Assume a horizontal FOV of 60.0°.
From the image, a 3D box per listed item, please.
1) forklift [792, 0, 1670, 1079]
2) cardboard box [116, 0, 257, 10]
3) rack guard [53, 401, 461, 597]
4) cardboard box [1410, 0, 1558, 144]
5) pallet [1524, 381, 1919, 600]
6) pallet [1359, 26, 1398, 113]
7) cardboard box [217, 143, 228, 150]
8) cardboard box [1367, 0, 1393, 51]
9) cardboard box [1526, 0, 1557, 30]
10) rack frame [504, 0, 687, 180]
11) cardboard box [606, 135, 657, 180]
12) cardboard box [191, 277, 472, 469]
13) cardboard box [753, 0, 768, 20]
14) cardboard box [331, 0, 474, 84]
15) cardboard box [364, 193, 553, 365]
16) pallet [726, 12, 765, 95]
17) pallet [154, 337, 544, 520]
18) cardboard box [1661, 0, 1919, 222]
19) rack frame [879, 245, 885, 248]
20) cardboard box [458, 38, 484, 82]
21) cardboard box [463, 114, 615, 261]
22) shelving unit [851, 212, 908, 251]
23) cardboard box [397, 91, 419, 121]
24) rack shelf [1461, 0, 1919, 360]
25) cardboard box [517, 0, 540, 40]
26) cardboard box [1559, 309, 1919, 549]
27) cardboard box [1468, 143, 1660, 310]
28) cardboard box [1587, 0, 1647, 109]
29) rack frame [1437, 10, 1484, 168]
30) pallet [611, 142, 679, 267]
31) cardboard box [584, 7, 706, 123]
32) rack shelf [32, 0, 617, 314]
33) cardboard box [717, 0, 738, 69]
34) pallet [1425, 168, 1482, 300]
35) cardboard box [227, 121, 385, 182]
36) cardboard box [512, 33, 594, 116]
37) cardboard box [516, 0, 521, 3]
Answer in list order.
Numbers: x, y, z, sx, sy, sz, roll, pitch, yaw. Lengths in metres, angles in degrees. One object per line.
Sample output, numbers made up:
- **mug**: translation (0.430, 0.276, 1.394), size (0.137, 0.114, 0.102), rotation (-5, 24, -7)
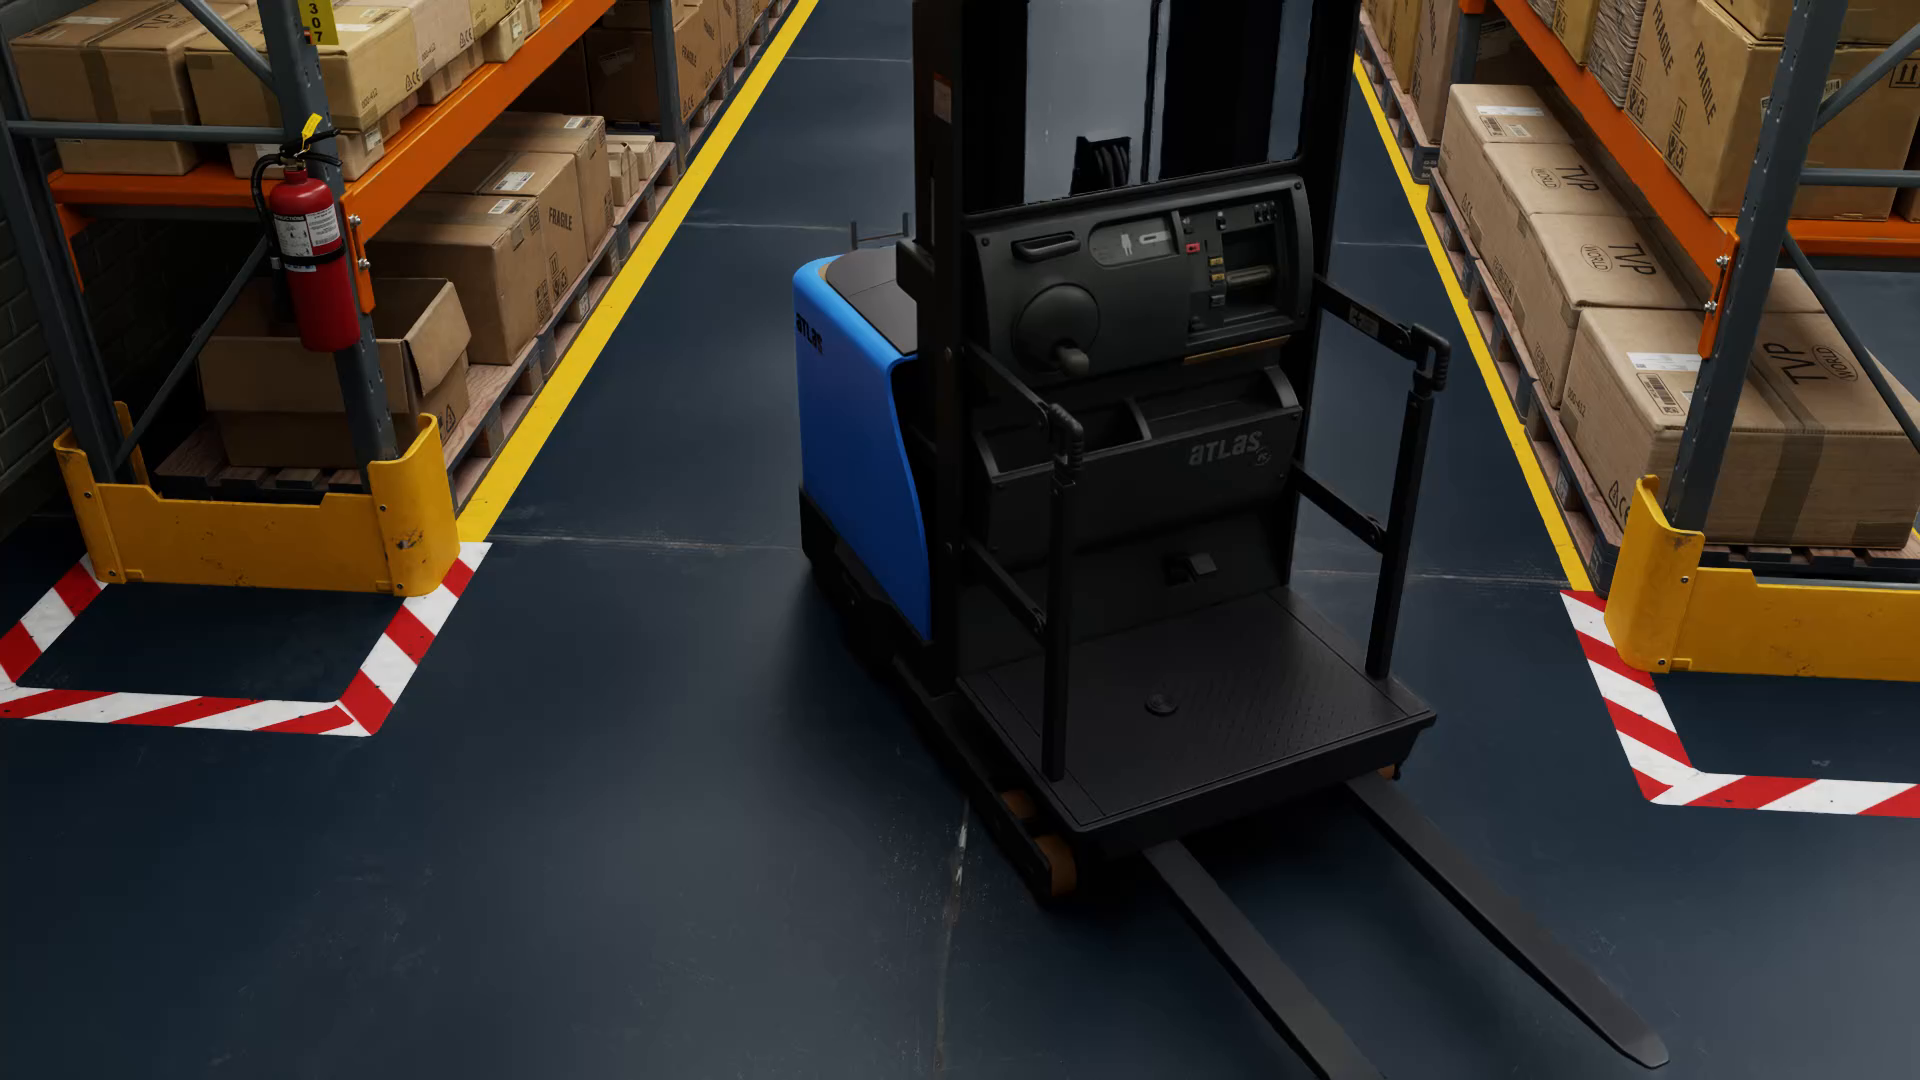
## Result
- **forklift**: translation (0.561, -0.595, 3.922), size (1.130, 2.935, 3.031), rotation (-14, 34, -21)
- **cardboard box**: translation (-2.490, -1.747, 5.585), size (0.500, 0.250, 0.500), rotation (3, 32, 4)
- **rack guard**: translation (-2.300, -0.138, 5.498), size (1.175, 0.500, 0.348), rotation (2, 32, 4)
- **cardboard box**: translation (2.938, -2.646, 8.809), size (0.875, 0.875, 0.875), rotation (3, 32, 6)
- **pallet**: translation (2.629, -0.187, 5.852), size (1.003, 0.211, 1.213), rotation (2, 32, 4)
- **pallet**: translation (3.052, -2.903, 10.260), size (1.003, 0.211, 1.213), rotation (2, 32, 4)
- **cardboard box**: translation (-2.464, -1.370, 5.354), size (0.380, 0.149, 0.250), rotation (3, 32, 5)
- **cardboard box**: translation (3.077, -3.586, 10.335), size (0.875, 0.875, 0.875), rotation (3, 32, 5)
- **cardboard box**: translation (2.576, -2.330, 6.576), size (0.500, 0.500, 0.500), rotation (3, 32, 4)
- **rack frame**: translation (-1.980, -3.254, 8.171), size (1.000, 3.000, 0.127), rotation (2, 32, 4)
- **cardboard box**: translation (-1.733, -1.915, 8.316), size (0.380, 0.149, 0.250), rotation (2, 32, 2)
- **cardboard box**: translation (-2.161, -0.594, 5.835), size (0.797, 0.503, 0.637), rotation (1, 32, 2)
- **cardboard box**: translation (-1.566, -3.695, 10.869), size (0.500, 0.500, 0.500), rotation (4, 32, 6)
- **cardboard box**: translation (-1.959, -1.715, 5.533), size (0.500, 0.250, 0.500), rotation (3, 32, 5)
- **cardboard box**: translation (-2.053, -1.038, 6.558), size (0.700, 0.500, 0.500), rotation (4, 32, 6)
- **pallet**: translation (-1.855, -3.134, 10.634), size (1.003, 0.211, 1.213), rotation (2, 32, 4)
- **pallet**: translation (-2.236, -0.432, 6.250), size (1.003, 0.211, 1.213), rotation (2, 32, 4)
- **cardboard box**: translation (2.417, -1.259, 4.838), size (0.500, 0.500, 0.500), rotation (3, 32, 4)
- **rack frame**: translation (-0.164, -0.501, 5.563), size (0.200, 1.050, 0.008), rotation (-13, 34, -21)
- **cardboard box**: translation (-1.947, -1.758, 5.984), size (0.380, 0.149, 0.250), rotation (3, 32, 5)
- **cardboard box**: translation (-1.969, -1.581, 7.439), size (0.700, 0.500, 0.500), rotation (1, 32, 2)
- **shelving unit**: translation (-0.215, -0.560, 5.657), size (0.215, 1.050, 0.252), rotation (-13, 34, -21)
- **cardboard box**: translation (-2.044, -1.490, 5.548), size (0.380, 0.149, 0.250), rotation (2, 32, 3)
- **rack shelf**: translation (2.805, -1.692, 6.322), size (1.077, 0.370, 4.000), rotation (2, 32, 4)
- **cardboard box**: translation (-1.850, -2.026, 6.418), size (0.380, 0.149, 0.250), rotation (3, 32, 5)
- **cardboard box**: translation (2.596, -0.390, 5.565), size (0.875, 0.438, 0.875), rotation (1, 32, 2)
- **cardboard box**: translation (2.737, -1.340, 7.108), size (0.875, 0.438, 0.875), rotation (2, 32, 3)
- **cardboard box**: translation (2.505, -1.790, 5.700), size (0.500, 0.500, 0.500), rotation (3, 32, 5)
- **rack frame**: translation (2.967, -3.044, 7.830), size (1.000, 3.000, 0.127), rotation (2, 32, 4)
- **pallet**: translation (-2.037, -1.708, 8.320), size (1.003, 0.211, 1.213), rotation (2, 32, 4)
- **cardboard box**: translation (-1.716, -2.612, 9.112), size (0.500, 0.500, 0.500), rotation (4, 32, 6)
- **rack shelf**: translation (-2.143, -1.902, 6.663), size (1.077, 0.370, 4.000), rotation (2, 32, 4)
- **cardboard box**: translation (-1.638, -3.152, 9.988), size (0.500, 0.500, 0.500), rotation (2, 32, 3)
- **pallet**: translation (2.828, -1.463, 7.922), size (1.003, 0.211, 1.213), rotation (2, 32, 4)
- **cardboard box**: translation (-2.006, -1.216, 5.103), size (0.380, 0.149, 0.250), rotation (2, 32, 4)
- **cardboard box**: translation (-2.235, -2.638, 9.154), size (0.500, 0.500, 0.500), rotation (2, 32, 4)
- **cardboard box**: translation (-1.901, -2.248, 6.399), size (0.500, 0.250, 0.500), rotation (2, 32, 3)
